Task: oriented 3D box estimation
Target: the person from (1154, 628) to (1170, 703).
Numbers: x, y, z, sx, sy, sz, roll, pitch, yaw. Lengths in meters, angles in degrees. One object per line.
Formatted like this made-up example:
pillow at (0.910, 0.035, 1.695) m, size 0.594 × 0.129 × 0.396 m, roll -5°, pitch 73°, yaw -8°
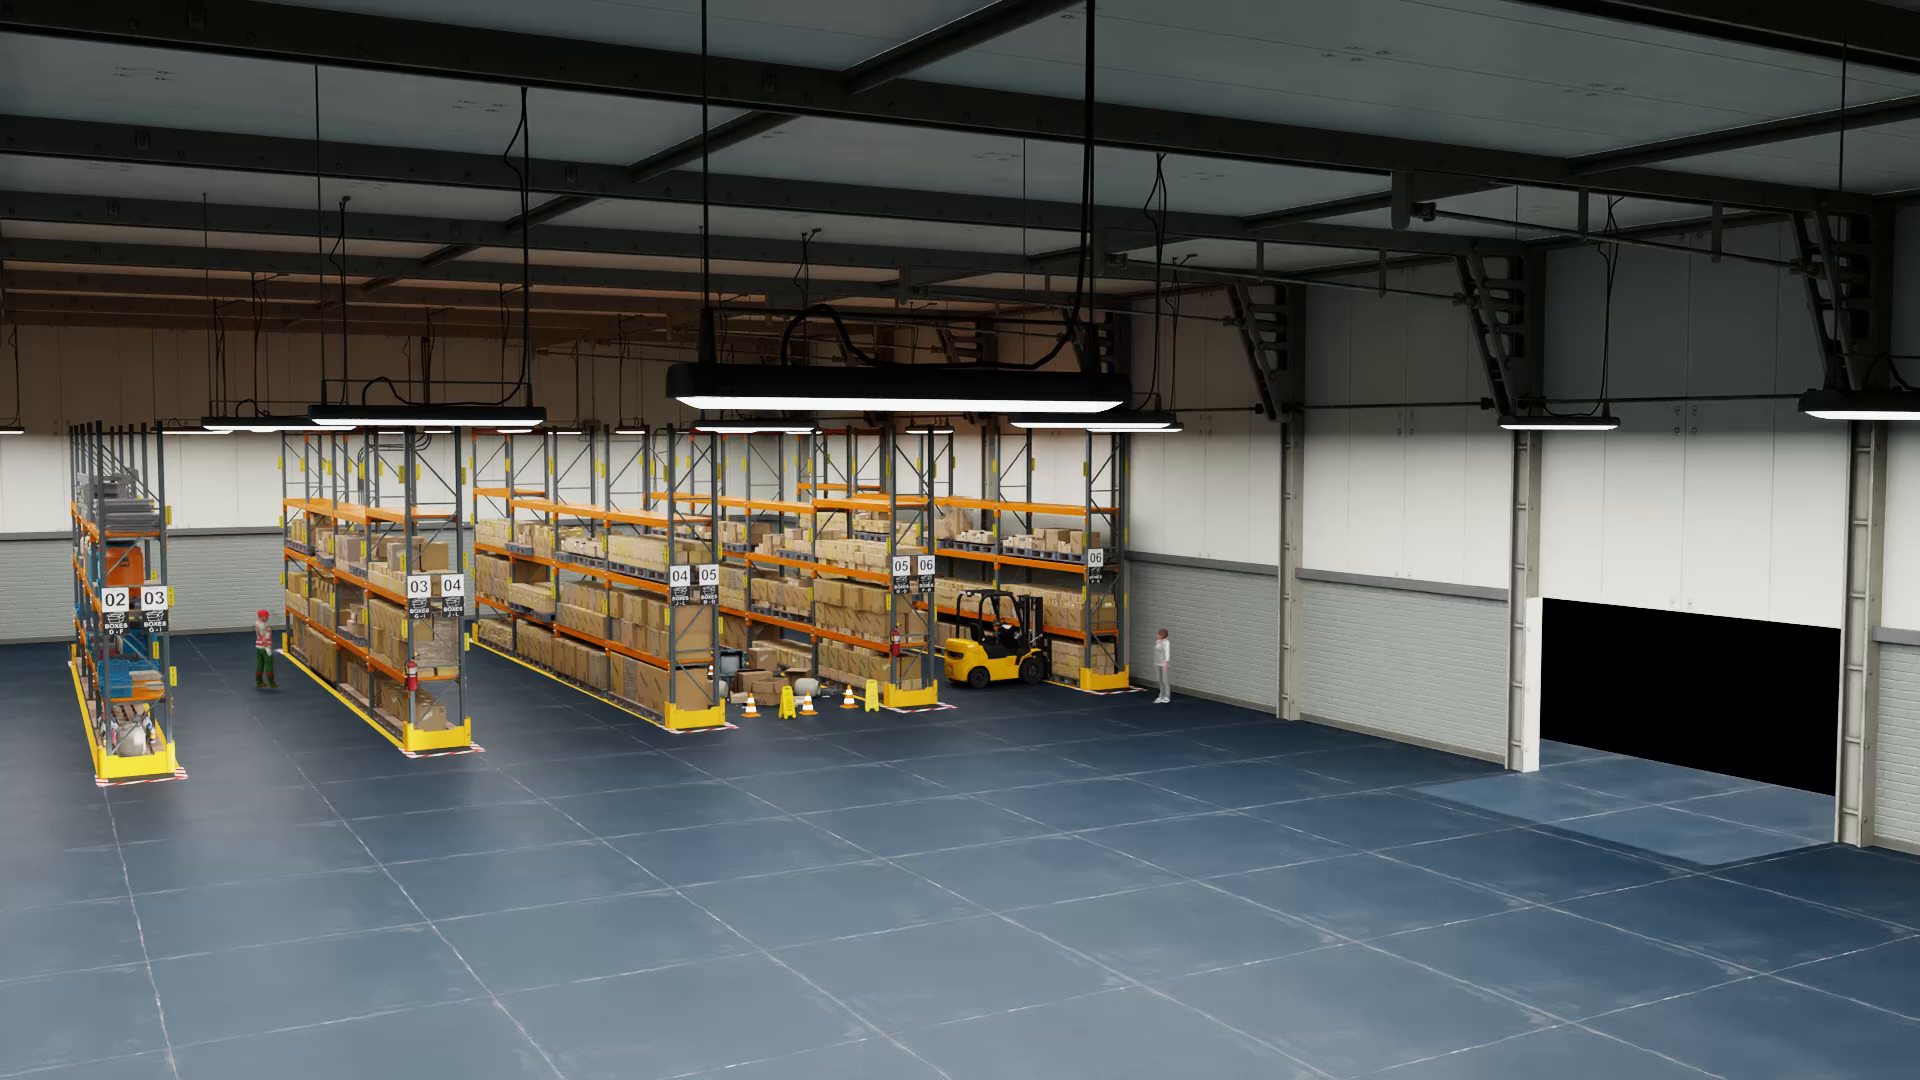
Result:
person at (4.374, 2.712, 35.856) m, size 0.350 × 1.619 × 0.471 m, roll -2°, pitch 4°, yaw -33°

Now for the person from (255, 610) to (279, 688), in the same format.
person at (-15.812, 2.478, 37.925) m, size 0.626 × 1.783 × 0.465 m, roll 3°, pitch 5°, yaw 45°
